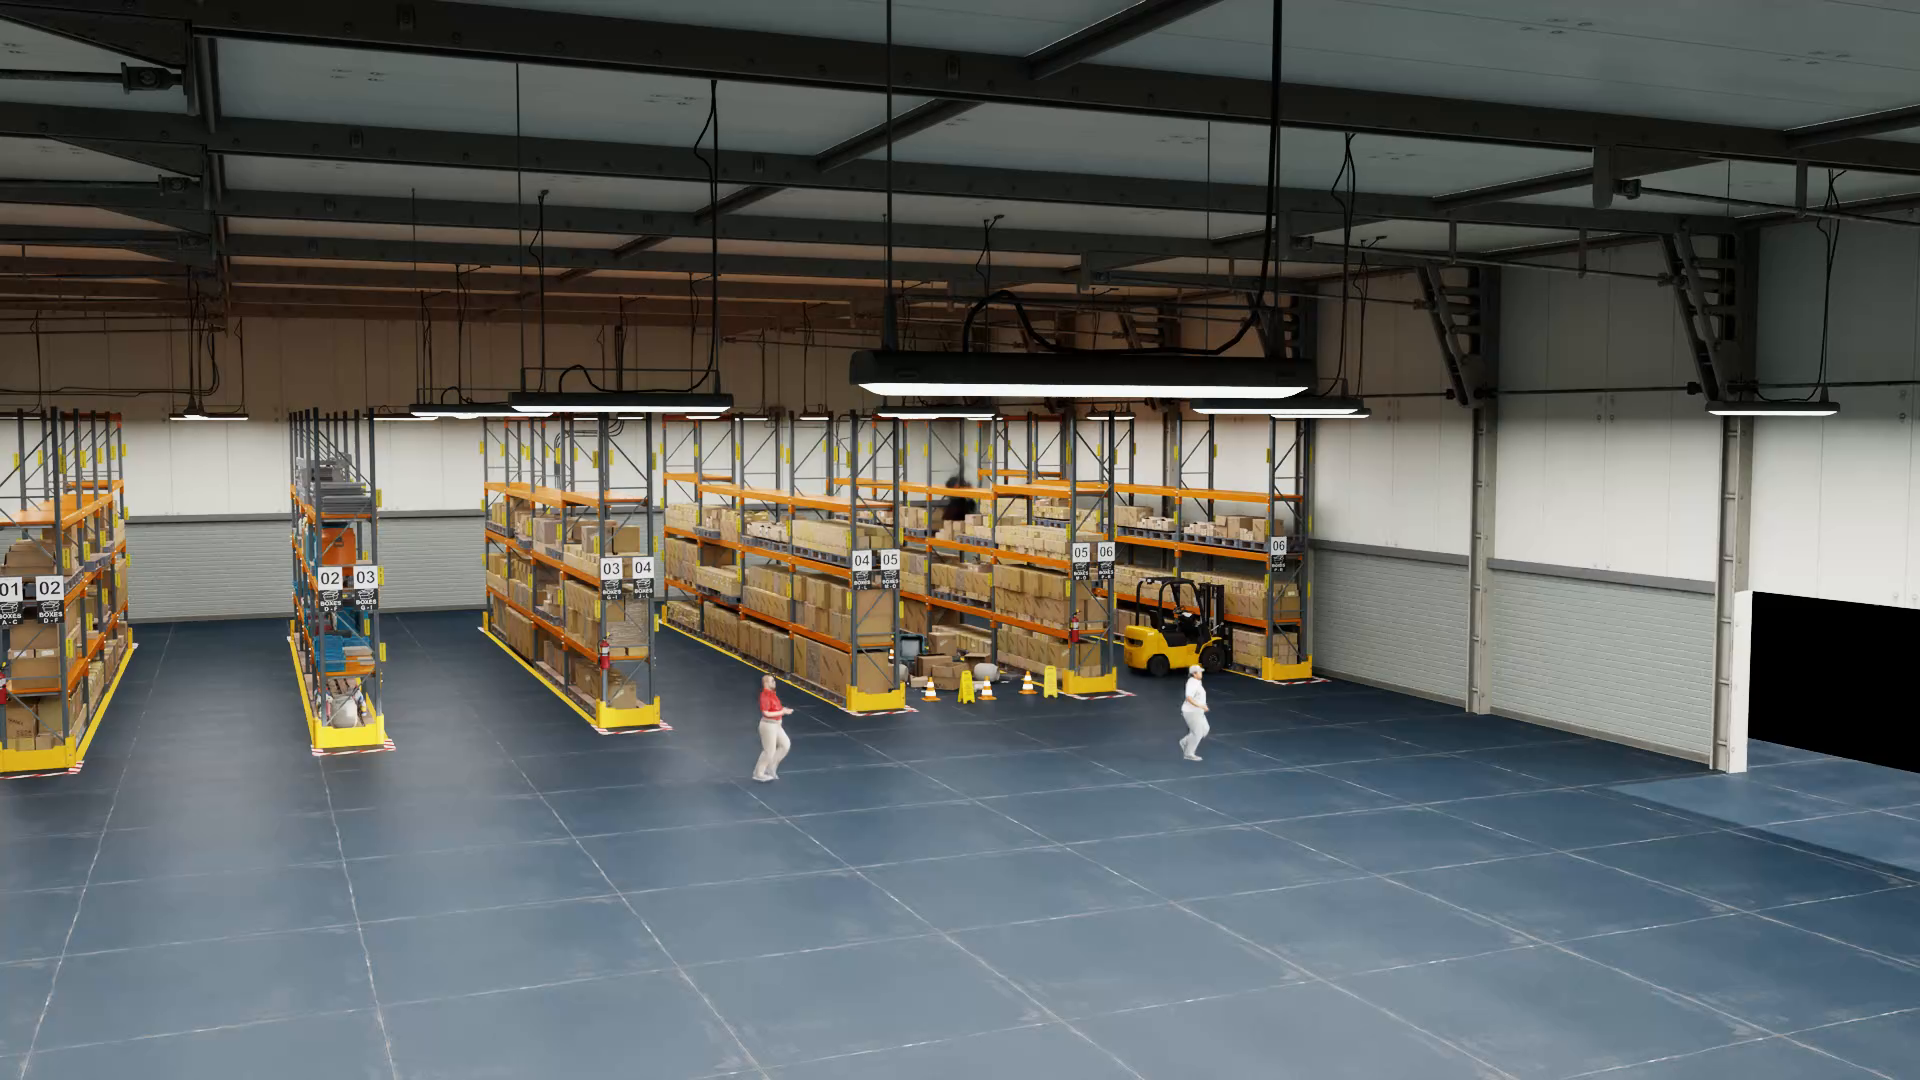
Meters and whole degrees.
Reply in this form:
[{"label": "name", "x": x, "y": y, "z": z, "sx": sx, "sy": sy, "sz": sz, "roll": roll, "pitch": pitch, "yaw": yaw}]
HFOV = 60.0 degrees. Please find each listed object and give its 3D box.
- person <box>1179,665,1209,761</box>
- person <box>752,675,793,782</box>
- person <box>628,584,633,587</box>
[{"label": "person", "x": 3.987, "y": 2.929, "z": 28.268, "sx": 0.536, "sy": 1.629, "sz": 0.621, "roll": 1, "pitch": 4, "yaw": 16}, {"label": "person", "x": -2.974, "y": 3.022, "z": 26.512, "sx": 0.676, "sy": 1.754, "sz": 0.643, "roll": 0, "pitch": 4, "yaw": 7}, {"label": "person", "x": -8.641, "y": 1.696, "z": 44.857, "sx": 0.717, "sy": 1.791, "sz": 1.045, "roll": -1, "pitch": 4, "yaw": -15}]
